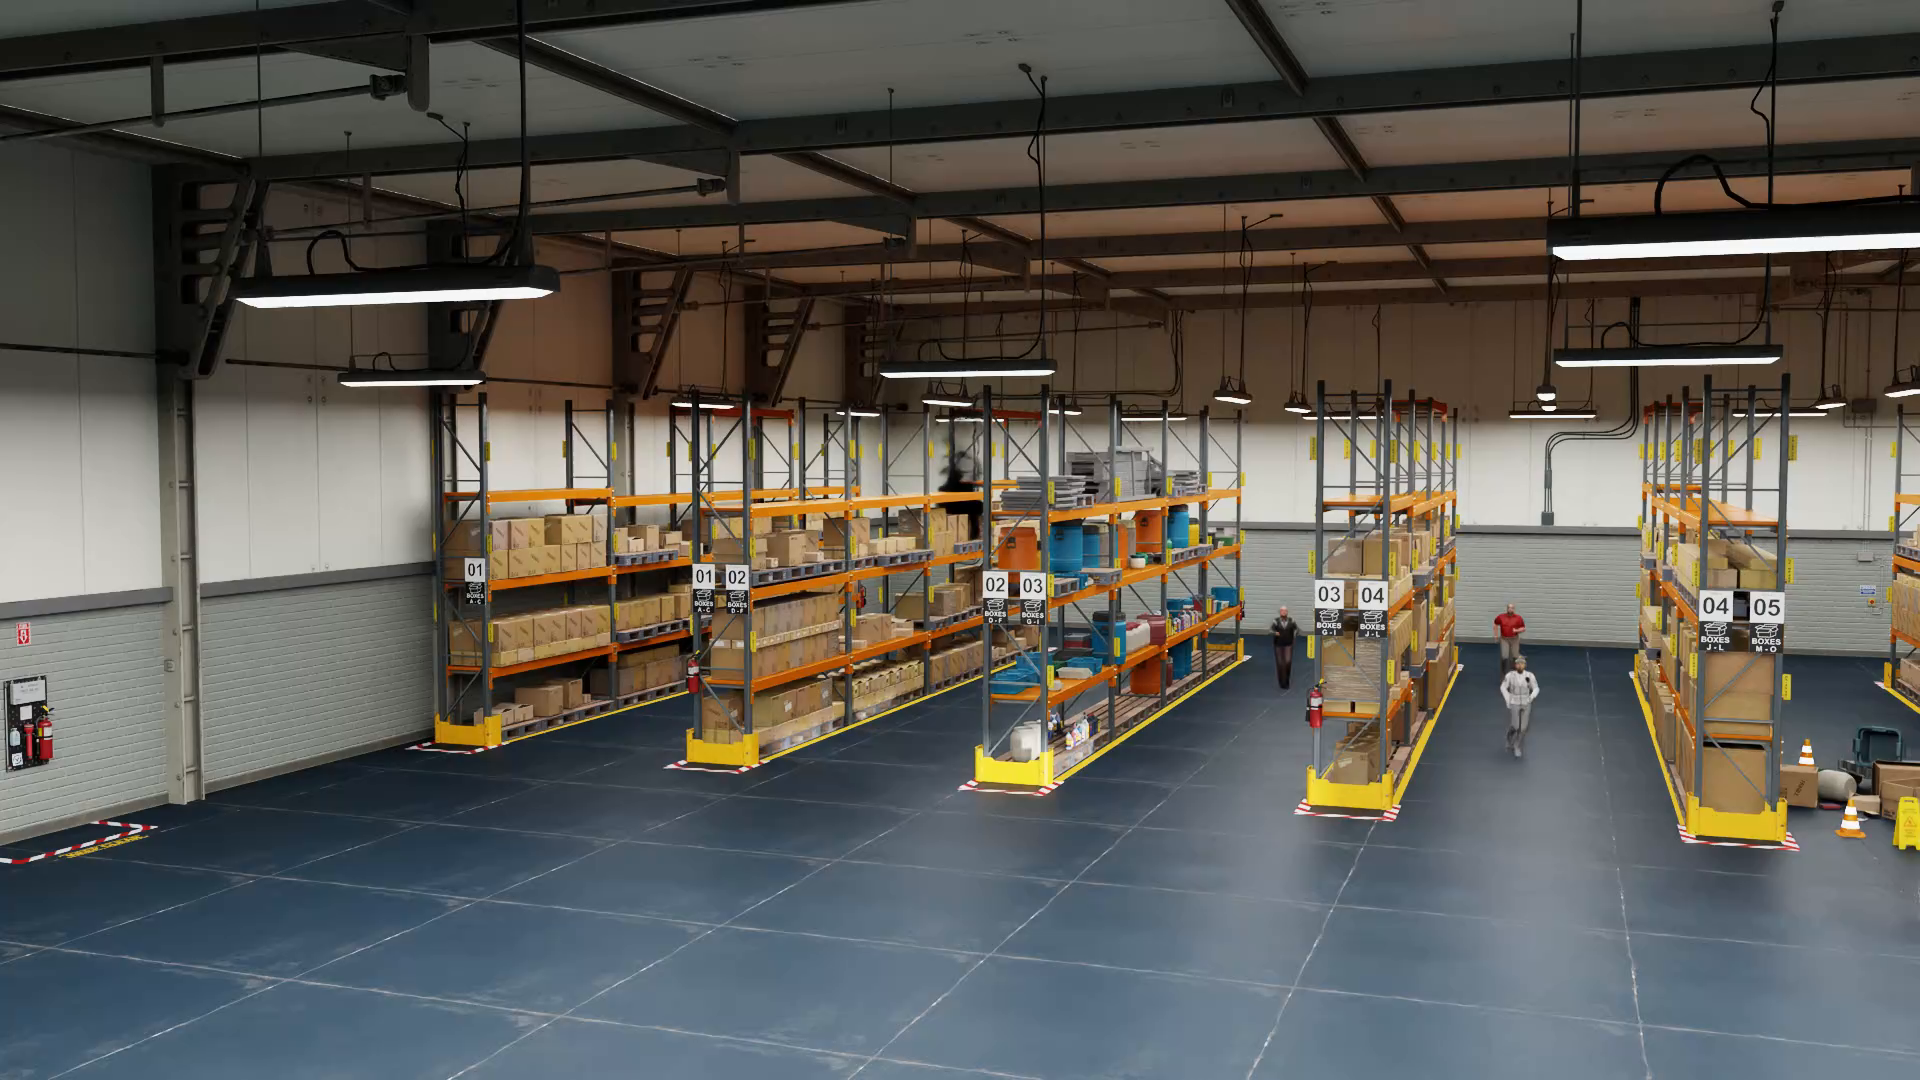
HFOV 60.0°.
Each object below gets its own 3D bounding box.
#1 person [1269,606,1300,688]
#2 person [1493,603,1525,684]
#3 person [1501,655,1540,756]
[{"bbox_3d":[6.871,2.280,35.265,0.651,1.745,0.690,1,3,10],"label":"person"},{"bbox_3d":[11.858,2.234,35.898,0.638,1.750,0.742,1,3,13],"label":"person"},{"bbox_3d":[9.217,2.720,27.368,0.579,1.669,0.521,1,3,12],"label":"person"}]
